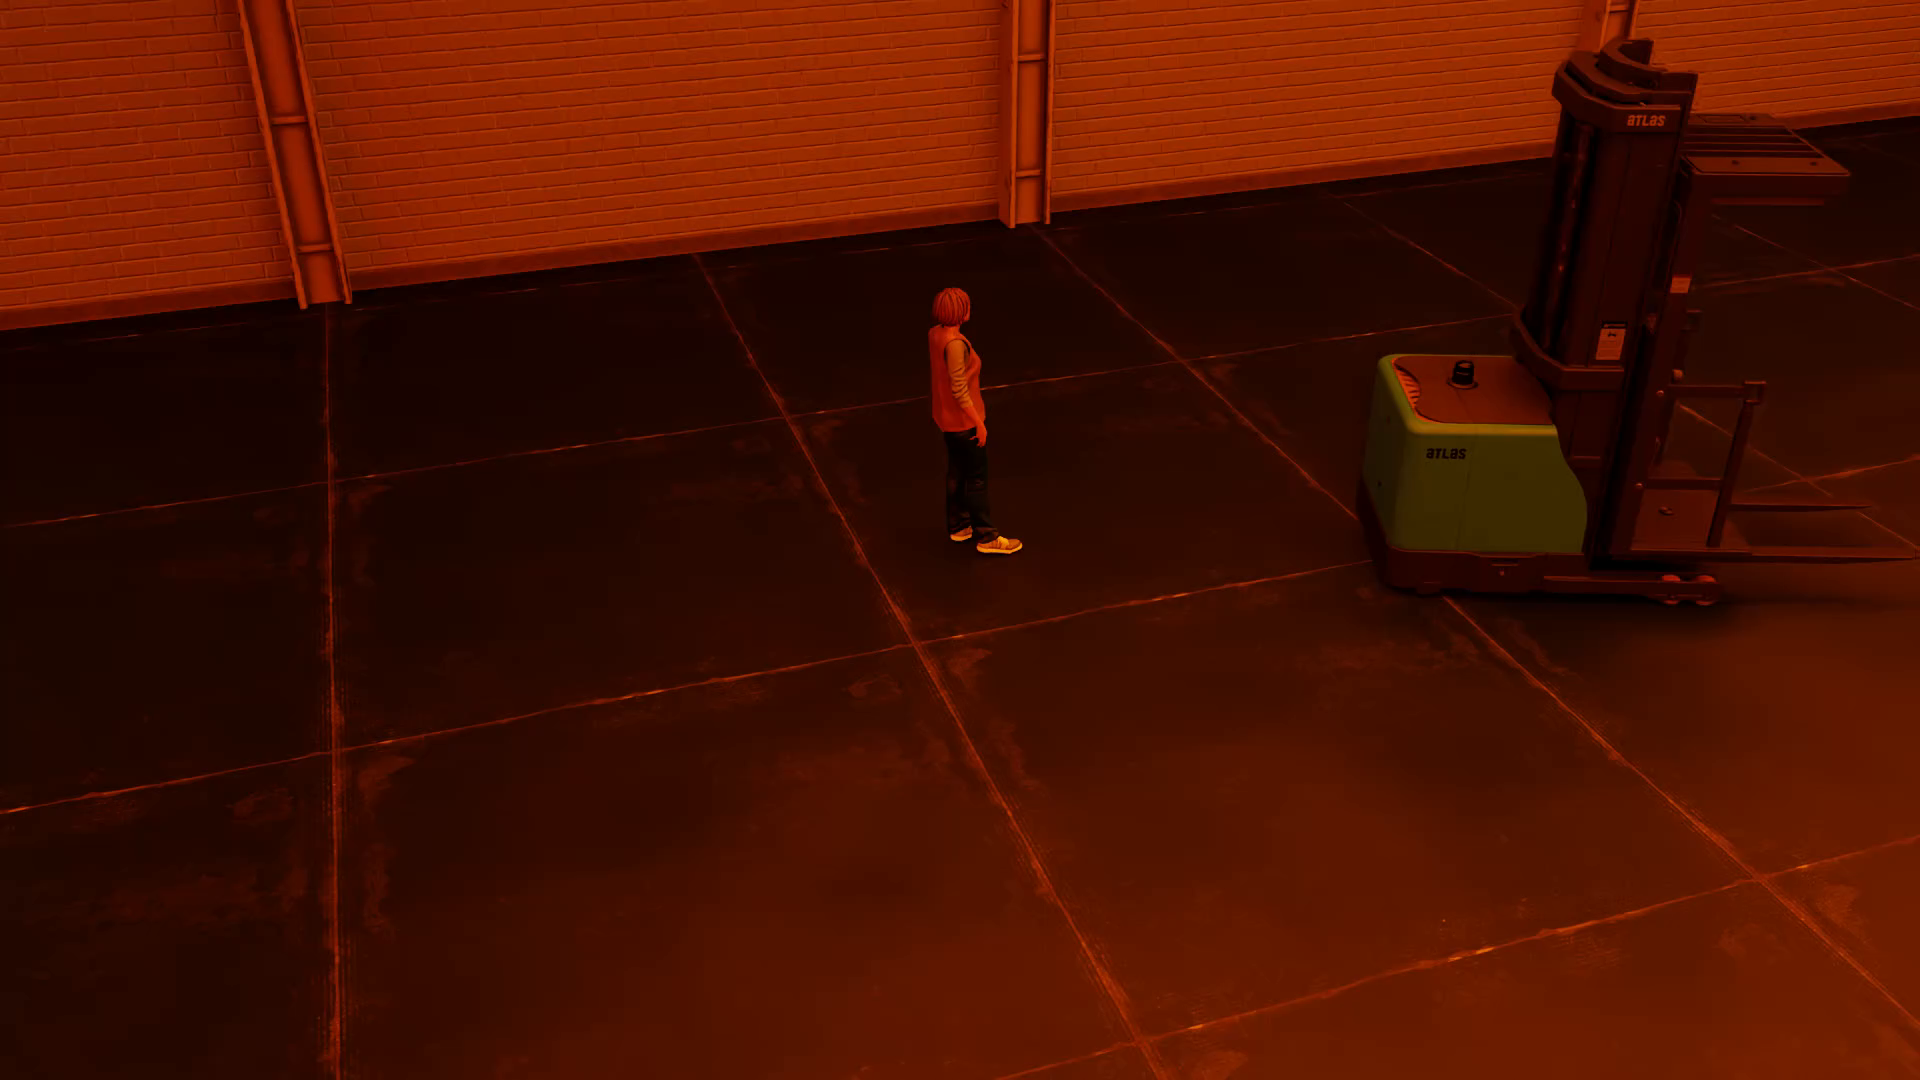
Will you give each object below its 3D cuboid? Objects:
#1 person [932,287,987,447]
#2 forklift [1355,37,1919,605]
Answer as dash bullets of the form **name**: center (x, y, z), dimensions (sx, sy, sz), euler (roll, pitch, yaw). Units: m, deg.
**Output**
- **person**: center (-0.022, -0.988, 9.443), dimensions (0.257, 0.918, 0.501), euler (-10, 31, -16)
- **forklift**: center (3.934, -1.174, 9.127), dimensions (3.031, 2.935, 1.130), euler (1, 30, 2)
